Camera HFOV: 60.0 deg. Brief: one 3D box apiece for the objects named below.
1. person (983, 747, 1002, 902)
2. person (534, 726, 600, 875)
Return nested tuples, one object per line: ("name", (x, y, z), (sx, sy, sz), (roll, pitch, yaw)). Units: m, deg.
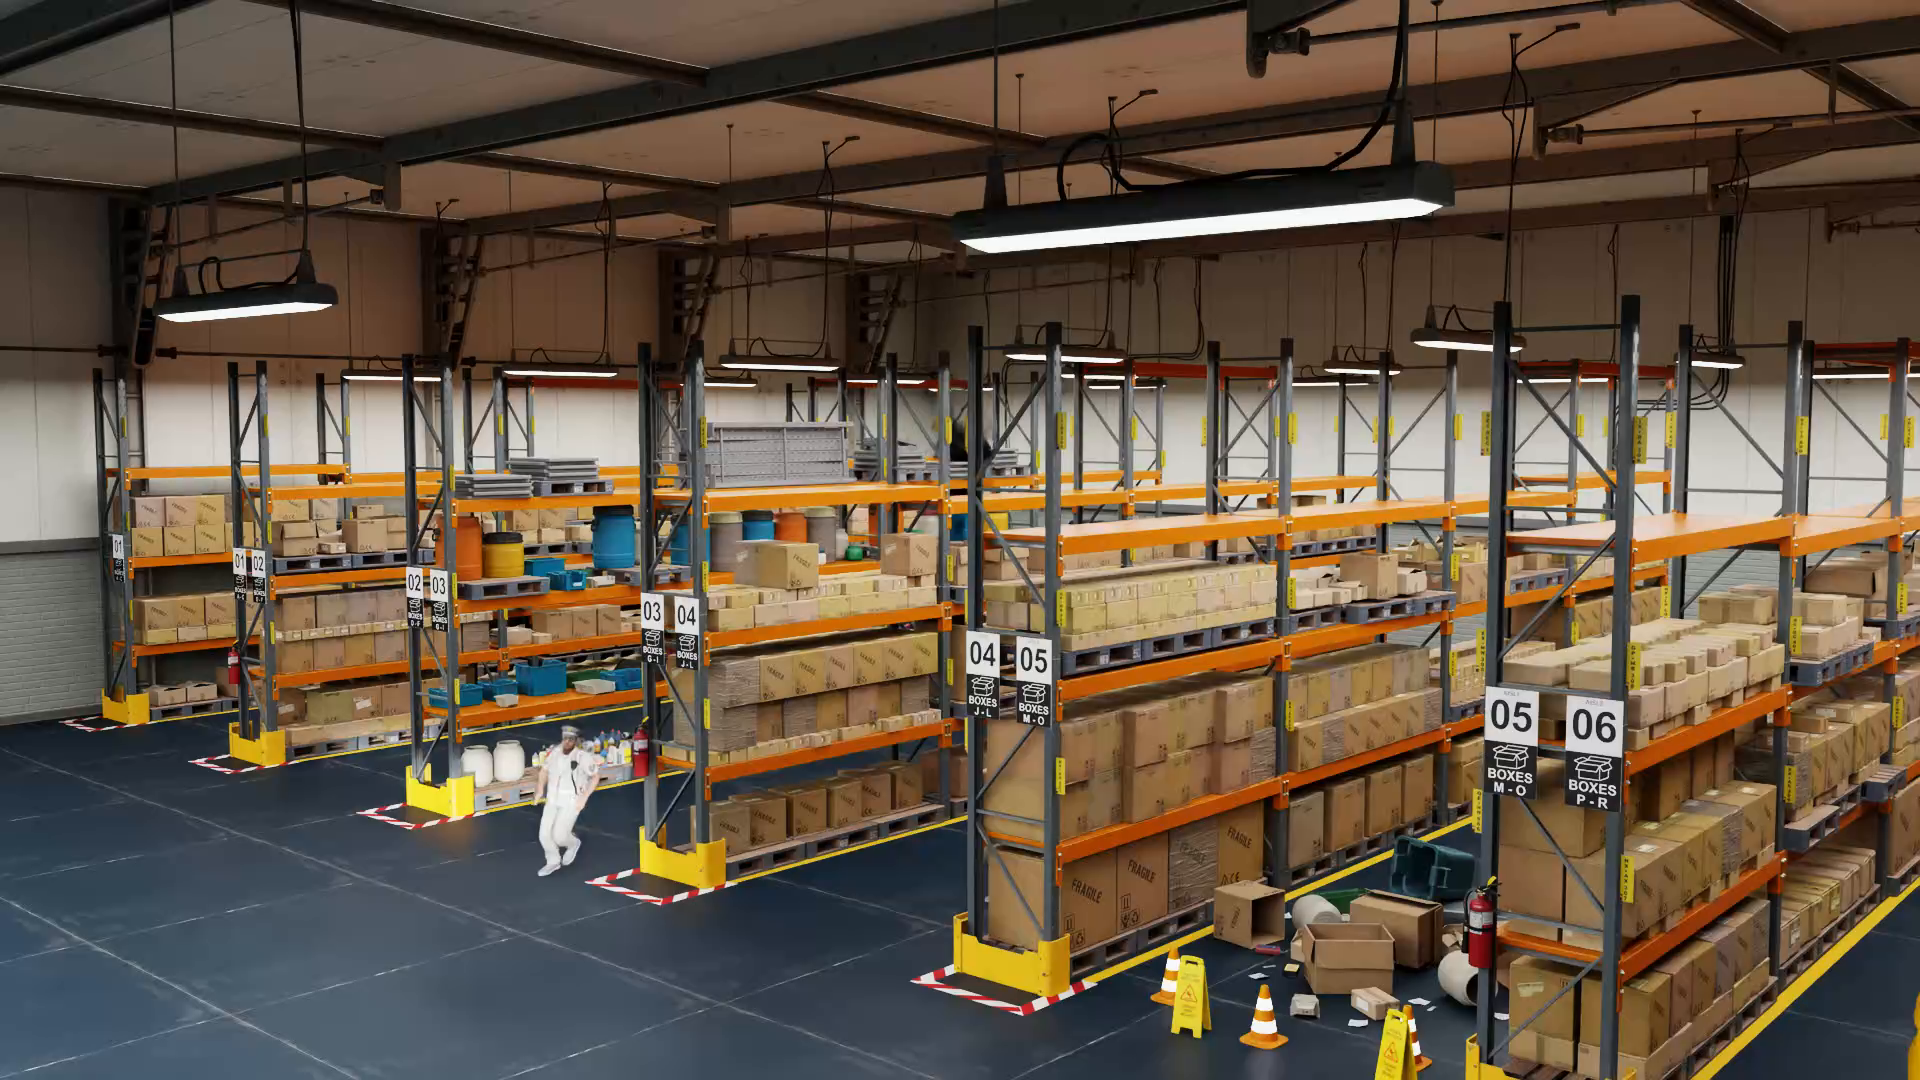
("person", (0.398, 3.020, 17.904), (0.577, 1.651, 0.621), (2, 5, 22))
("person", (-4.451, 2.935, 18.800), (0.711, 1.718, 0.553), (1, 4, 18))
